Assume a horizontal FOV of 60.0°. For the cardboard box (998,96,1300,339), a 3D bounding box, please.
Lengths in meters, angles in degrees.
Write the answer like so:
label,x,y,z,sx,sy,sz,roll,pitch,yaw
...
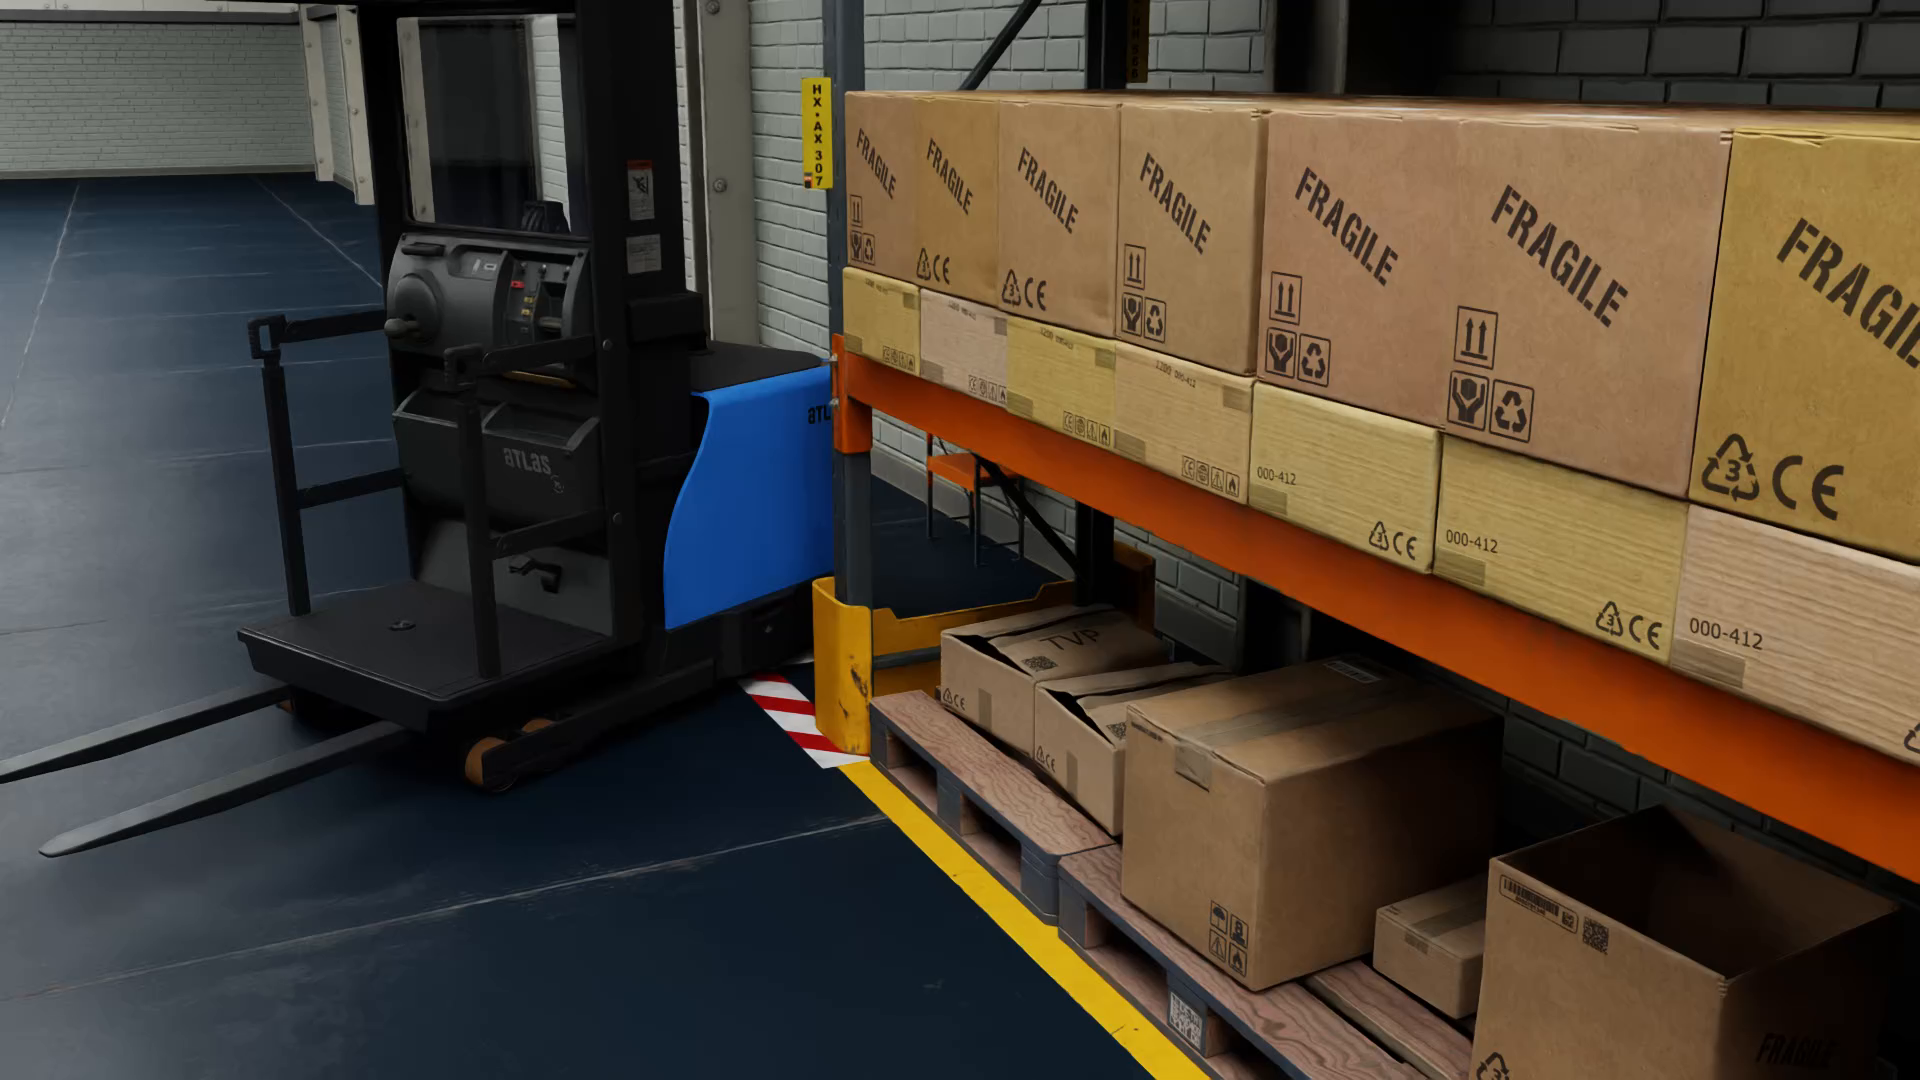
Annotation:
label,x,y,z,sx,sy,sz,roll,pitch,yaw
cardboard box,0.428,-0.767,3.861,0.500,0.500,0.500,-8,18,-27

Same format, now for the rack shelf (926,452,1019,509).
label,x,y,z,sx,sy,sz,roll,pitch,yaw
rack shelf,0.066,-0.279,7.511,0.258,0.148,0.480,-8,18,-25

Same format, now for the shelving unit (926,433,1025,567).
label,x,y,z,sx,sy,sz,roll,pitch,yaw
shelving unit,0.066,-0.534,7.438,0.258,1.200,0.503,-8,18,-25

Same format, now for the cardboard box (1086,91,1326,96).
label,x,y,z,sx,sy,sz,roll,pitch,yaw
cardboard box,0.670,-0.957,4.523,0.500,0.500,0.500,-7,18,-24

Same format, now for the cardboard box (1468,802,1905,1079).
label,x,y,z,sx,sy,sz,roll,pitch,yaw
cardboard box,1.322,0.853,3.074,0.500,0.500,0.500,-9,18,-29

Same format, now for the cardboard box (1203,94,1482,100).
label,x,y,z,sx,sy,sz,roll,pitch,yaw
cardboard box,0.900,-0.829,4.079,0.500,0.500,0.500,-8,18,-26

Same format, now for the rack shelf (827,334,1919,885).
label,x,y,z,sx,sy,sz,roll,pitch,yaw
rack shelf,0.937,-0.034,3.737,1.077,0.370,4.000,-8,18,-25

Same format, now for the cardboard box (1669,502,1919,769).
label,x,y,z,sx,sy,sz,roll,pitch,yaw
cardboard box,1.333,0.097,2.209,0.500,0.250,0.500,-8,18,-25

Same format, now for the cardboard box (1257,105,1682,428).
label,x,y,z,sx,sy,sz,roll,pitch,yaw
cardboard box,0.893,-0.511,2.971,0.500,0.500,0.500,-8,18,-26

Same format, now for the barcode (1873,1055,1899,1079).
label,x,y,z,sx,sy,sz,roll,pitch,yaw
barcode,1.710,0.993,3.093,0.001,0.075,0.075,-8,18,-25

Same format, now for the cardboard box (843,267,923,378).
label,x,y,z,sx,sy,sz,roll,pitch,yaw
cardboard box,-0.011,-0.654,4.828,0.500,0.250,0.500,-8,18,-27

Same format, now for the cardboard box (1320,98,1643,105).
label,x,y,z,sx,sy,sz,roll,pitch,yaw
cardboard box,1.121,-0.704,3.643,0.500,0.500,0.500,-7,18,-24

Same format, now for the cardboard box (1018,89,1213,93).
label,x,y,z,sx,sy,sz,roll,pitch,yaw
cardboard box,0.458,-1.083,4.963,0.500,0.500,0.500,-8,18,-26

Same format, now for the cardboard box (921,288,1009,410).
label,x,y,z,sx,sy,sz,roll,pitch,yaw
cardboard box,0.229,-0.527,4.386,0.500,0.250,0.500,-8,18,-27

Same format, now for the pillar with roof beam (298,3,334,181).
label,x,y,z,sx,sy,sz,roll,pitch,yaw
pillar with roof beam,-15.868,-10.609,28.407,9.100,9.000,0.400,-8,18,-25

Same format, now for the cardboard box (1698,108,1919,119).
label,x,y,z,sx,sy,sz,roll,pitch,yaw
cardboard box,1.571,-0.453,2.767,0.500,0.500,0.500,-8,18,-25

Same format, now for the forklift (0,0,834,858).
label,x,y,z,sx,sy,sz,roll,pitch,yaw
forklift,-1.656,-0.791,5.193,1.130,2.935,3.031,12,20,35

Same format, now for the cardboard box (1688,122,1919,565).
label,x,y,z,sx,sy,sz,roll,pitch,yaw
cardboard box,1.328,-0.262,2.102,0.500,0.500,0.500,-8,18,-25

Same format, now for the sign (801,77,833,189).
label,x,y,z,sx,sy,sz,roll,pitch,yaw
sign,-0.427,-1.227,5.018,0.100,0.325,0.005,-8,18,-25

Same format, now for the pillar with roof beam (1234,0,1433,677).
label,x,y,z,sx,sy,sz,roll,pitch,yaw
pillar with roof beam,-2.725,-3.171,2.485,9.100,9.000,0.400,-8,18,-25

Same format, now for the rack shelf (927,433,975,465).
label,x,y,z,sx,sy,sz,roll,pitch,yaw
rack shelf,0.066,-0.470,7.456,0.258,0.148,0.480,-8,18,-25

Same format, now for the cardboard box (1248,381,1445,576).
label,x,y,z,sx,sy,sz,roll,pitch,yaw
cardboard box,0.888,-0.150,3.071,0.500,0.250,0.500,-8,18,-25

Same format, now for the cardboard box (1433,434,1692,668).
label,x,y,z,sx,sy,sz,roll,pitch,yaw
cardboard box,1.122,-0.027,2.643,0.500,0.250,0.500,-8,18,-25

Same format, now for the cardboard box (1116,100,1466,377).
label,x,y,z,sx,sy,sz,roll,pitch,yaw
cardboard box,0.665,-0.640,3.420,0.500,0.500,0.500,-7,17,-23

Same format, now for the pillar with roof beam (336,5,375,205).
label,x,y,z,sx,sy,sz,roll,pitch,yaw
pillar with roof beam,-13.239,-9.122,23.222,9.100,9.000,0.400,-8,18,-25

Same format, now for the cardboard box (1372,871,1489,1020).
label,x,y,z,sx,sy,sz,roll,pitch,yaw
cardboard box,1.130,0.876,3.633,0.380,0.149,0.250,-9,18,-29

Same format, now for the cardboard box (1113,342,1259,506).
label,x,y,z,sx,sy,sz,roll,pitch,yaw
cardboard box,0.666,-0.275,3.505,0.500,0.250,0.500,-7,18,-24

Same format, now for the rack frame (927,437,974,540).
label,x,y,z,sx,sy,sz,roll,pitch,yaw
rack frame,-0.043,-0.595,7.648,0.240,1.200,0.015,-8,18,-25

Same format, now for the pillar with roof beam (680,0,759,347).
label,x,y,z,sx,sy,sz,roll,pitch,yaw
pillar with roof beam,-5.354,-4.658,7.669,9.100,9.000,0.400,-8,18,-25

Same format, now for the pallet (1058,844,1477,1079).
label,x,y,z,sx,sy,sz,roll,pitch,yaw
pallet,0.948,0.991,3.915,1.003,0.211,1.213,-8,18,-25

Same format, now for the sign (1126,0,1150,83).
label,x,y,z,sx,sy,sz,roll,pitch,yaw
sign,0.568,-1.647,5.379,0.100,0.325,0.005,-8,18,-25

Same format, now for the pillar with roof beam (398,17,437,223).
label,x,y,z,sx,sy,sz,roll,pitch,yaw
pillar with roof beam,-10.611,-7.634,18.038,9.100,9.000,0.400,-8,18,-25

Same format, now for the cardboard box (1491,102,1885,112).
label,x,y,z,sx,sy,sz,roll,pitch,yaw
cardboard box,1.358,-0.577,3.200,0.500,0.500,0.500,-7,17,-23

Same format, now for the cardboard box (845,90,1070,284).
label,x,y,z,sx,sy,sz,roll,pitch,yaw
cardboard box,-0.001,-1.019,4.741,0.500,0.500,0.500,-8,18,-25

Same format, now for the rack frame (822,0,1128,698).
label,x,y,z,sx,sy,sz,roll,pitch,yaw
rack frame,0.060,-0.876,5.366,1.000,3.000,0.127,-8,18,-25

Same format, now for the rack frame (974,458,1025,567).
label,x,y,z,sx,sy,sz,roll,pitch,yaw
rack frame,0.175,-0.474,7.228,0.240,1.200,0.015,-8,18,-25

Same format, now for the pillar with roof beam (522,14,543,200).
label,x,y,z,sx,sy,sz,roll,pitch,yaw
pillar with roof beam,-7.982,-6.146,12.854,9.100,9.000,0.400,-8,18,-25

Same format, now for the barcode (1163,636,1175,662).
label,x,y,z,sx,sy,sz,roll,pitch,yaw
barcode,0.650,0.339,5.192,0.001,0.075,0.075,-8,18,-25

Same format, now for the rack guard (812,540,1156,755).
label,x,y,z,sx,sy,sz,roll,pitch,yaw
rack guard,0.094,0.344,5.645,1.175,0.500,0.348,-8,18,-25

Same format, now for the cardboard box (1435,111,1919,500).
label,x,y,z,sx,sy,sz,roll,pitch,yaw
cardboard box,1.104,-0.385,2.531,0.500,0.500,0.500,-8,18,-25

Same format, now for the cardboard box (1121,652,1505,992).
label,x,y,z,sx,sy,sz,roll,pitch,yaw
cardboard box,0.809,0.626,3.867,0.700,0.500,0.500,-9,18,-28

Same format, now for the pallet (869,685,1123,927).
label,x,y,z,sx,sy,sz,roll,pitch,yaw
pallet,0.418,0.689,4.968,1.003,0.211,1.213,-8,18,-25

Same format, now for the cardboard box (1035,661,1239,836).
label,x,y,z,sx,sy,sz,roll,pitch,yaw
cardboard box,0.532,0.529,4.548,0.500,0.311,0.500,-6,17,-20

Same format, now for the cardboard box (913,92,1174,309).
label,x,y,z,sx,sy,sz,roll,pitch,yaw
cardboard box,0.207,-0.896,4.310,0.500,0.500,0.500,-8,18,-25

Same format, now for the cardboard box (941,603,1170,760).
label,x,y,z,sx,sy,sz,roll,pitch,yaw
cardboard box,0.283,0.387,5.040,0.500,0.311,0.500,-10,19,-31

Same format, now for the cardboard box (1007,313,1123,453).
label,x,y,z,sx,sy,sz,roll,pitch,yaw
cardboard box,0.447,-0.400,3.943,0.500,0.250,0.500,-8,18,-26
